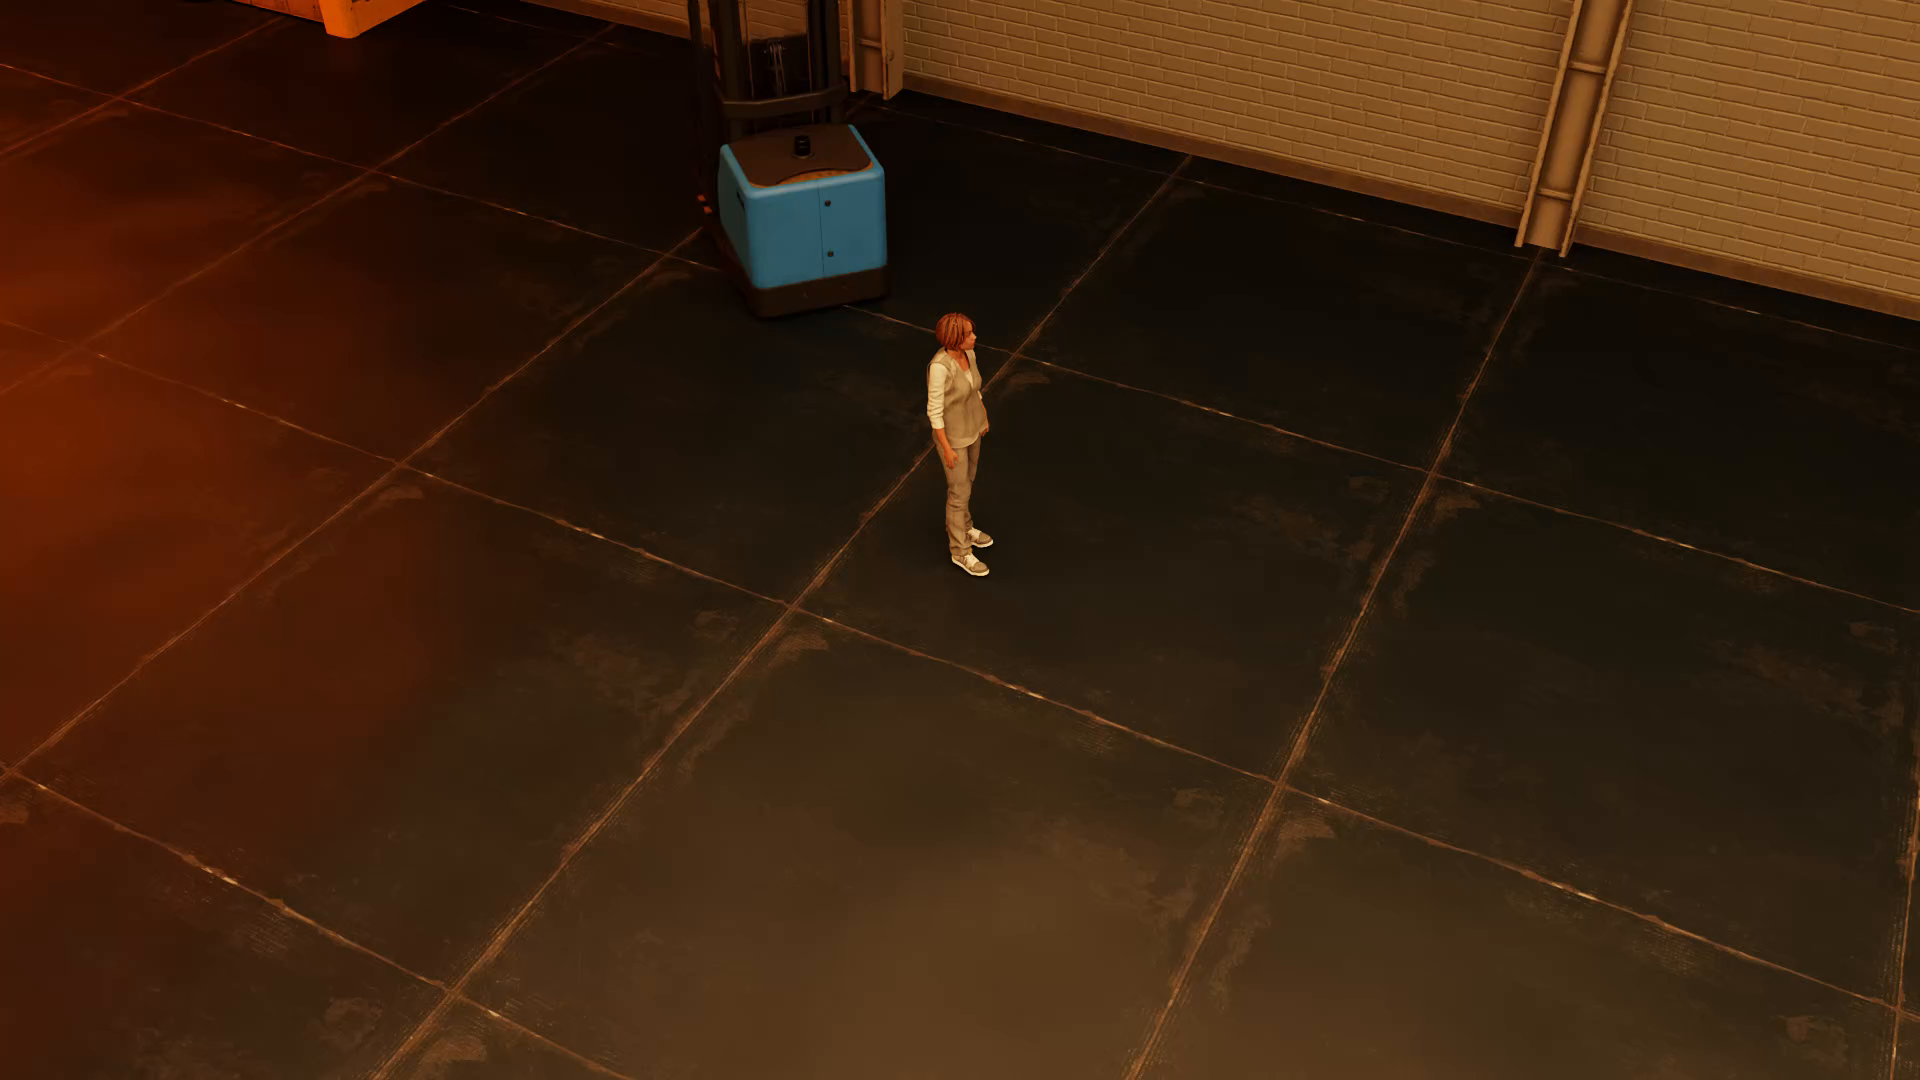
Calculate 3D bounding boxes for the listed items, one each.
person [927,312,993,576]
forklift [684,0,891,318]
[{"bbox_3d":[0.060,-0.586,9.706,0.473,1.599,0.520,18,43,21],"label":"person"},{"bbox_3d":[-1.495,-3.690,12.368,1.130,2.935,3.031,-13,42,-15],"label":"forklift"}]
